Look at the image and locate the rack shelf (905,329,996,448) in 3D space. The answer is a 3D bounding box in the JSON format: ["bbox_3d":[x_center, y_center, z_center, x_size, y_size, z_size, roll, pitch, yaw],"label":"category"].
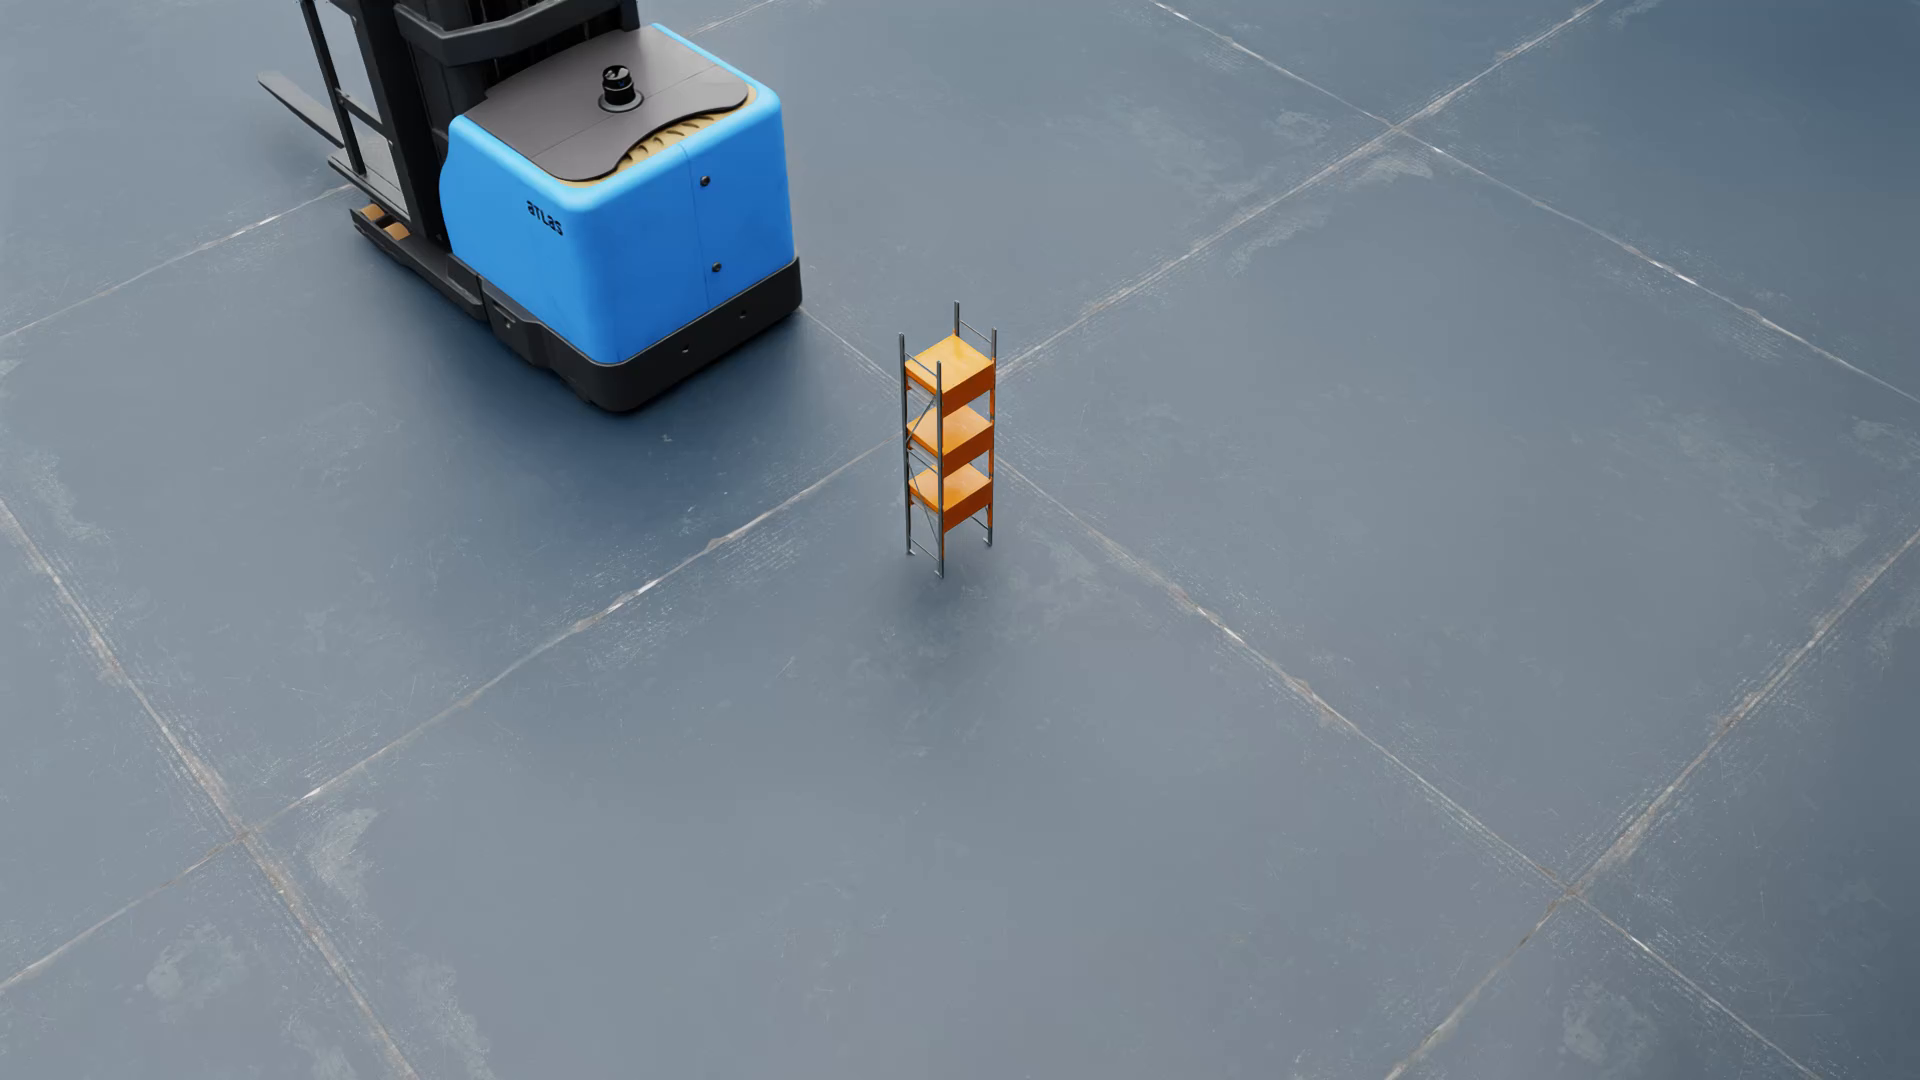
[{"bbox_3d":[-0.040,-0.515,5.639,0.240,0.259,0.215,-34,56,-27],"label":"rack shelf"}]

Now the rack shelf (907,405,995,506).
[{"bbox_3d":[-0.040,-0.322,5.848,0.240,0.259,0.215,-34,56,-27],"label":"rack shelf"}]

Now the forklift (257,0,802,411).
[{"bbox_3d":[-2.077,-2.478,6.542,3.031,2.935,1.130,36,57,28],"label":"forklift"}]

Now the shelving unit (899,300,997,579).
[{"bbox_3d":[-0.040,-0.330,5.840,0.252,1.050,0.215,-34,56,-27],"label":"shelving unit"}]

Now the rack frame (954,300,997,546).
[{"bbox_3d":[0.051,-0.390,5.895,0.008,1.050,0.200,-34,56,-27],"label":"rack frame"}]

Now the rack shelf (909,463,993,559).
[{"bbox_3d":[-0.040,-0.134,6.052,0.240,0.259,0.215,-34,56,-27],"label":"rack shelf"}]

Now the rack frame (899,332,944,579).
[{"bbox_3d":[-0.130,-0.269,5.784,0.008,1.050,0.200,-34,56,-27],"label":"rack frame"}]
